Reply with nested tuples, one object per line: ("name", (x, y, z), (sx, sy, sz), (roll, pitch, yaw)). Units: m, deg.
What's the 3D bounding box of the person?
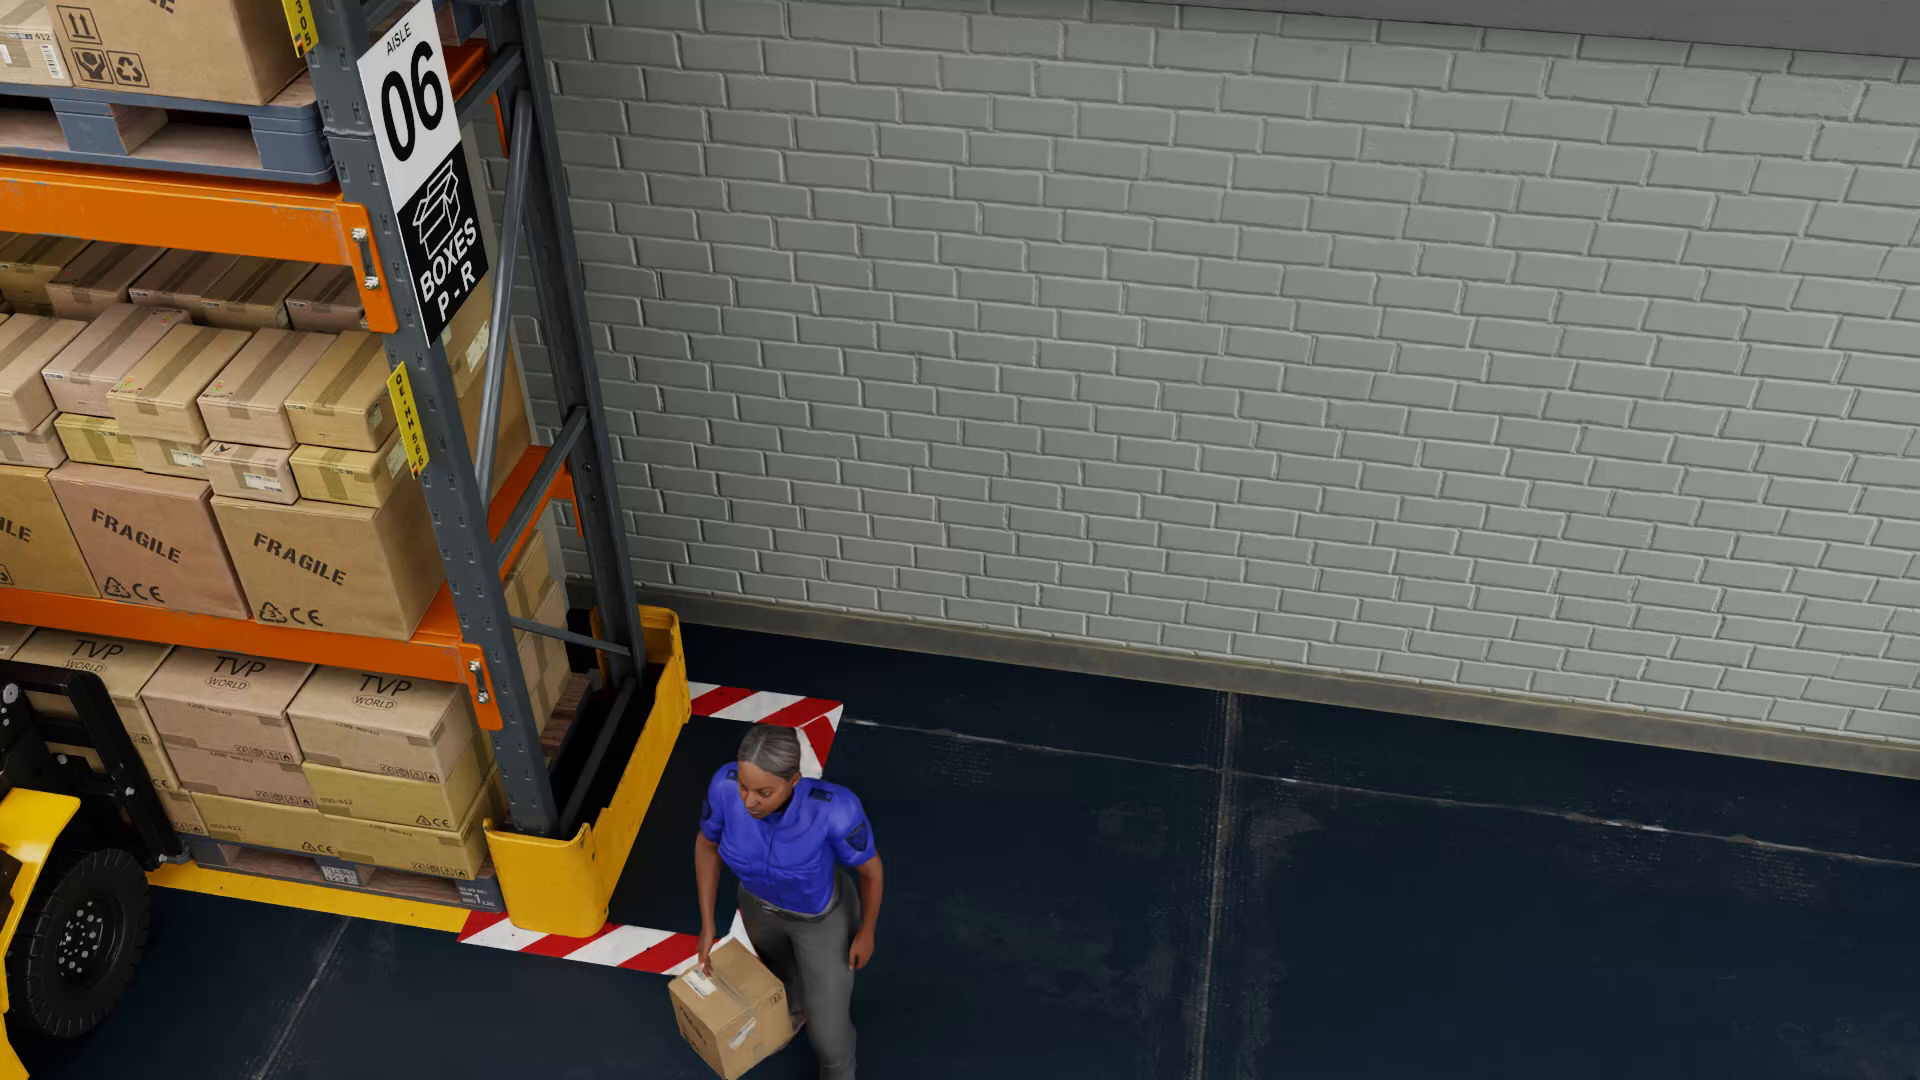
("person", (-0.493, 1.109, 4.889), (0.550, 1.645, 0.541), (15, 43, 17))
